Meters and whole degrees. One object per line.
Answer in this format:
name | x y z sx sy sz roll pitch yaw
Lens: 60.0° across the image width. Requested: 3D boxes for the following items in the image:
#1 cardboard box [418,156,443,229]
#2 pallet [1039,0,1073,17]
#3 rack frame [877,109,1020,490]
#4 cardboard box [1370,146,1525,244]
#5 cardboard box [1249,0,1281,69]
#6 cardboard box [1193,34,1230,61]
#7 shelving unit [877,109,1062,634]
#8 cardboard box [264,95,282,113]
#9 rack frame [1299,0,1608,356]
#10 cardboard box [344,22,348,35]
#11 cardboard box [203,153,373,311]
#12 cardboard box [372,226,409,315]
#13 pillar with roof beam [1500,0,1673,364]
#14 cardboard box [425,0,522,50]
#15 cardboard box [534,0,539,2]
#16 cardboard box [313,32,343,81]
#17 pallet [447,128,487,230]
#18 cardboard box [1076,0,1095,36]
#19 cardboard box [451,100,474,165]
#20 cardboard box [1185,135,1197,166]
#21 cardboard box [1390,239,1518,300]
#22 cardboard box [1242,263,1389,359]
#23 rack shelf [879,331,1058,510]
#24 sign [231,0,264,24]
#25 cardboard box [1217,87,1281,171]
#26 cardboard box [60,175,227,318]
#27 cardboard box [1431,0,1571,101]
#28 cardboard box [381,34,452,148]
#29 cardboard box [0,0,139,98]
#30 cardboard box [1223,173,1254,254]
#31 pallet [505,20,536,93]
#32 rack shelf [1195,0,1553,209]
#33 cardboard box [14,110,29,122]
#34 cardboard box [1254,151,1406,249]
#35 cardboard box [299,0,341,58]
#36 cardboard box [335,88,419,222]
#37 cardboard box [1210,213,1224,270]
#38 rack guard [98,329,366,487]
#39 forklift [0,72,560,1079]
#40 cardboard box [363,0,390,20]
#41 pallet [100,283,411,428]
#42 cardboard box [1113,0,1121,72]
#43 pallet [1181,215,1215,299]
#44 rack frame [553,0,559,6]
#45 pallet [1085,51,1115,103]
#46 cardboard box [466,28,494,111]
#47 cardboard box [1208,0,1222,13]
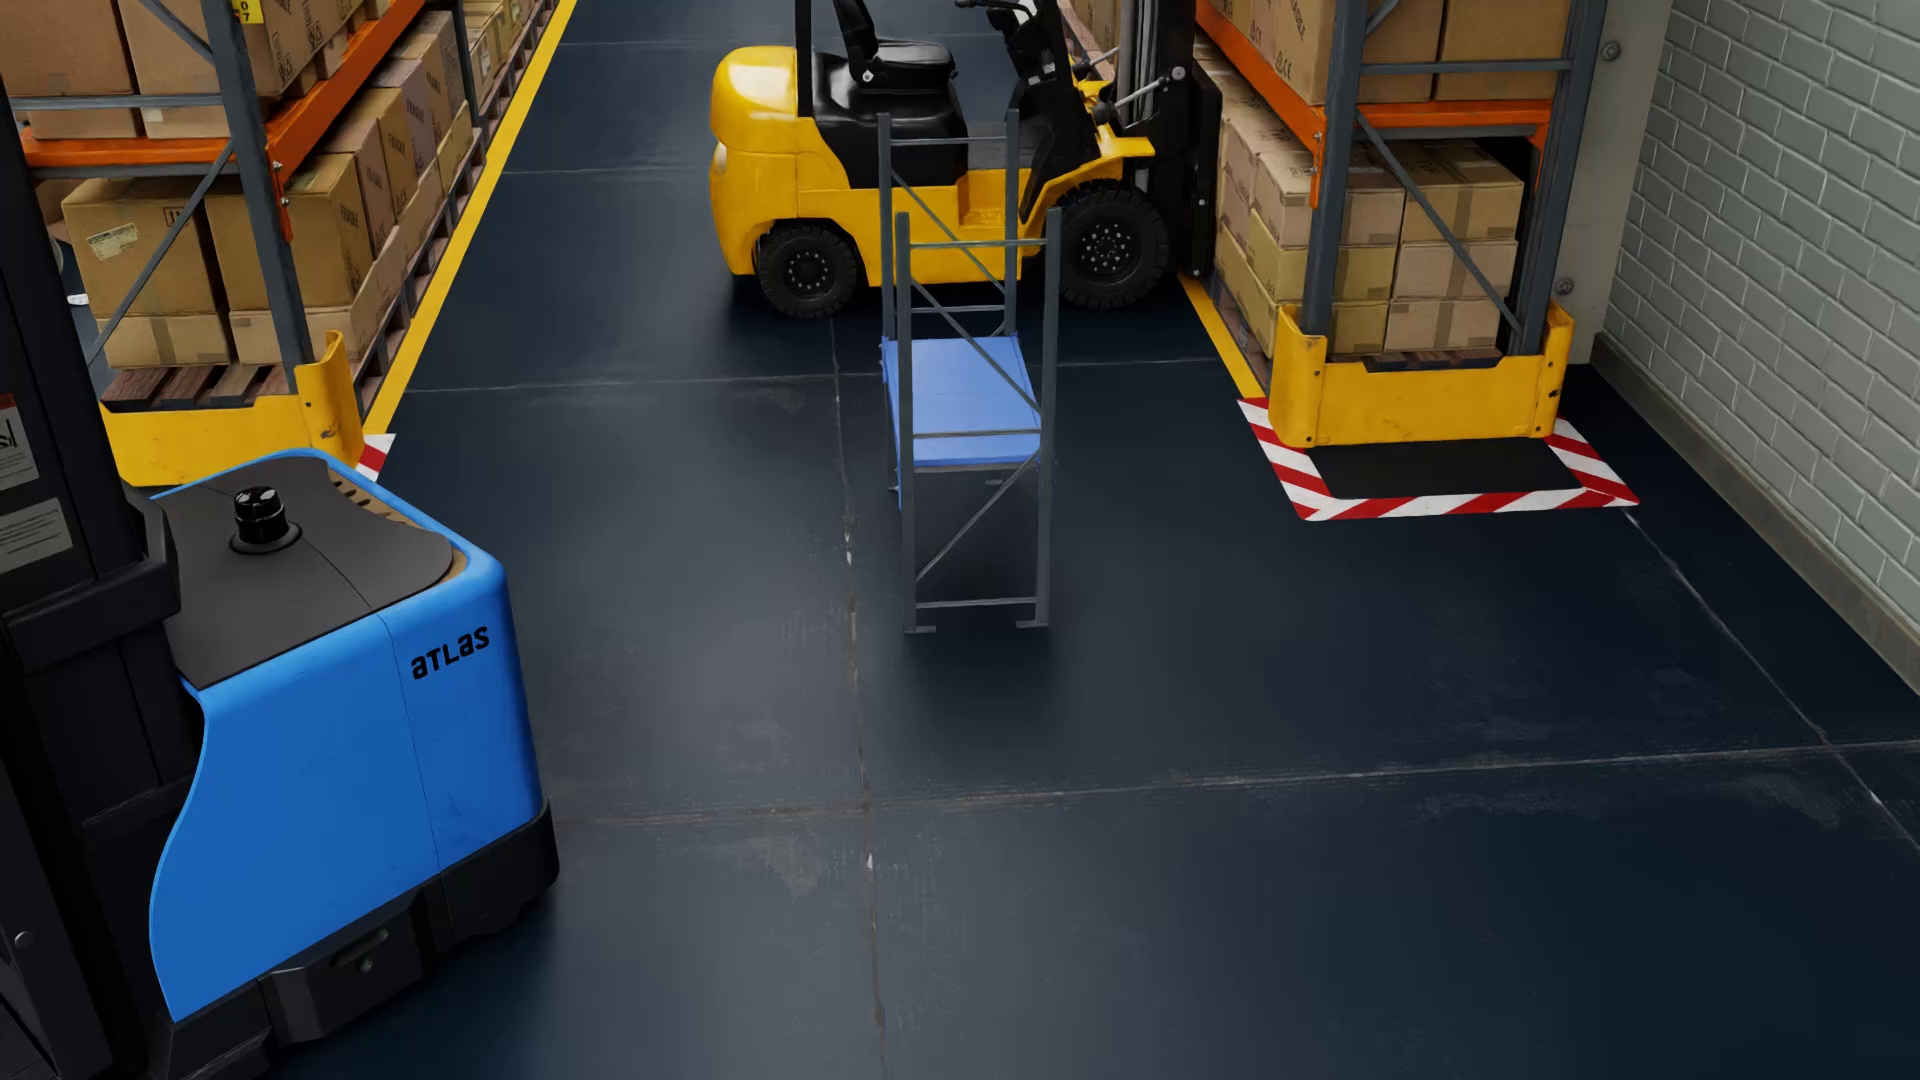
cardboard box | -2.981 -1.776 8.570 0.500 0.250 0.500 -2 31 -4
pallet | 1.199 -4.259 13.174 1.003 0.211 1.213 -3 31 -5
rack frame | -0.040 -0.860 6.227 0.500 1.500 0.032 -3 31 -5
cardboard box | 2.052 -1.477 7.095 0.500 0.250 0.500 -3 31 -5
cardboard box | 1.562 -2.341 7.146 0.500 0.500 0.500 -2 31 -3
cardboard box | 1.363 -2.488 8.787 0.500 0.250 0.500 -2 31 -3
shelving unit | 0.008 -0.600 5.792 0.538 1.500 1.048 -3 31 -5
cardboard box | -2.897 -1.758 6.513 0.380 0.149 0.250 -2 31 -4
rack frame | 1.909 -1.794 6.328 1.000 3.000 0.127 -3 31 -5
cardboard box | -2.961 -2.291 7.406 0.380 0.149 0.250 -2 31 -3
cardboard box | -2.836 -1.313 7.064 0.500 0.500 0.500 -4 31 -6
cardboard box | -2.873 -1.240 7.672 0.500 0.250 0.500 -2 31 -3
pillar with roof beam | -1.545 -4.562 5.112 9.100 9.000 0.400 -3 31 -5
cardboard box | -3.596 -3.638 11.568 0.950 0.372 0.625 -2 31 -3
cardboard box | -3.738 -4.402 12.847 0.950 0.372 0.625 -5 31 -8
cardboard box | -2.818 -2.029 6.966 0.380 0.149 0.250 -2 31 -4
pallet | -3.309 -2.058 9.489 1.003 0.211 1.213 -3 31 -5
cardboard box | 1.338 -4.043 12.000 0.875 0.625 0.625 -4 31 -7
cardboard box | -3.084 -2.307 9.459 0.500 0.250 0.500 -1 31 -2
cardboard box | 1.403 -2.016 8.485 0.500 0.250 0.500 -3 31 -5
cardboard box | 2.071 -1.258 7.216 0.500 0.250 0.500 -2 31 -4
cardboard box | 1.550 -1.018 7.301 0.500 0.250 0.500 -3 31 -4
rack shelf | 0.008 -0.446 5.885 0.538 0.185 1.000 -3 31 -5
sign | -2.493 -1.952 5.748 0.100 0.325 0.005 -3 31 -5
cardboard box | 1.444 -1.960 7.904 0.500 0.250 0.500 -2 31 -4
cardboard box | -3.368 -1.272 6.995 0.500 0.500 0.500 -3 31 -4
cardboard box | 2.139 -2.103 6.748 0.500 0.500 0.500 -2 31 -3
cardboard box | -3.035 -2.369 8.832 0.500 0.500 0.500 -2 31 -4
cardboard box | -3.358 -1.988 6.266 0.500 0.500 0.500 -3 31 -5
cardboard box | 1.516 -1.498 7.618 0.500 0.250 0.500 -3 31 -5
pallet | -3.598 -3.421 11.771 1.003 0.211 1.213 -3 31 -5
rack shelf | 1.722 -2.506 8.222 1.077 0.370 4.000 -3 31 -5
cardboard box | -5.176 -2.748 9.624 0.500 0.500 0.500 -3 31 -5
cardboard box | 1.555 -1.443 7.037 0.500 0.250 0.500 -2 31 -3
cardboard box | -2.853 -2.244 6.694 0.500 0.500 0.500 -2 31 -3
cardboard box | -2.928 -1.836 7.939 0.500 0.500 0.500 -2 31 -4
cardboard box | 1.475 -1.528 8.156 0.500 0.250 0.500 -2 31 -4
rack guard | -3.040 -0.520 6.632 1.175 0.500 0.348 -3 31 -5
forklift | -2.475 0.104 3.218 1.130 2.935 3.031 26 39 36
cardboard box | -2.921 -2.559 7.853 0.380 0.149 0.250 -2 31 -4
pallet | -3.081 -0.812 7.404 1.003 0.211 1.213 -3 31 -5
cardboard box | 1.475 -3.263 10.693 0.875 0.625 0.625 -1 31 -2
pallet | 1.685 -1.606 8.734 1.003 0.211 1.213 -3 31 -5
rack frame | -3.781 -5.638 12.765 1.000 3.000 0.127 -3 31 -5
pallet | 1.427 -3.013 11.088 1.003 0.211 1.213 -3 31 -5
cardboard box | -3.458 -2.916 10.360 0.950 0.372 0.625 -2 31 -4
cardboard box | 1.456 -2.858 8.013 0.500 0.500 0.500 -3 31 -4
